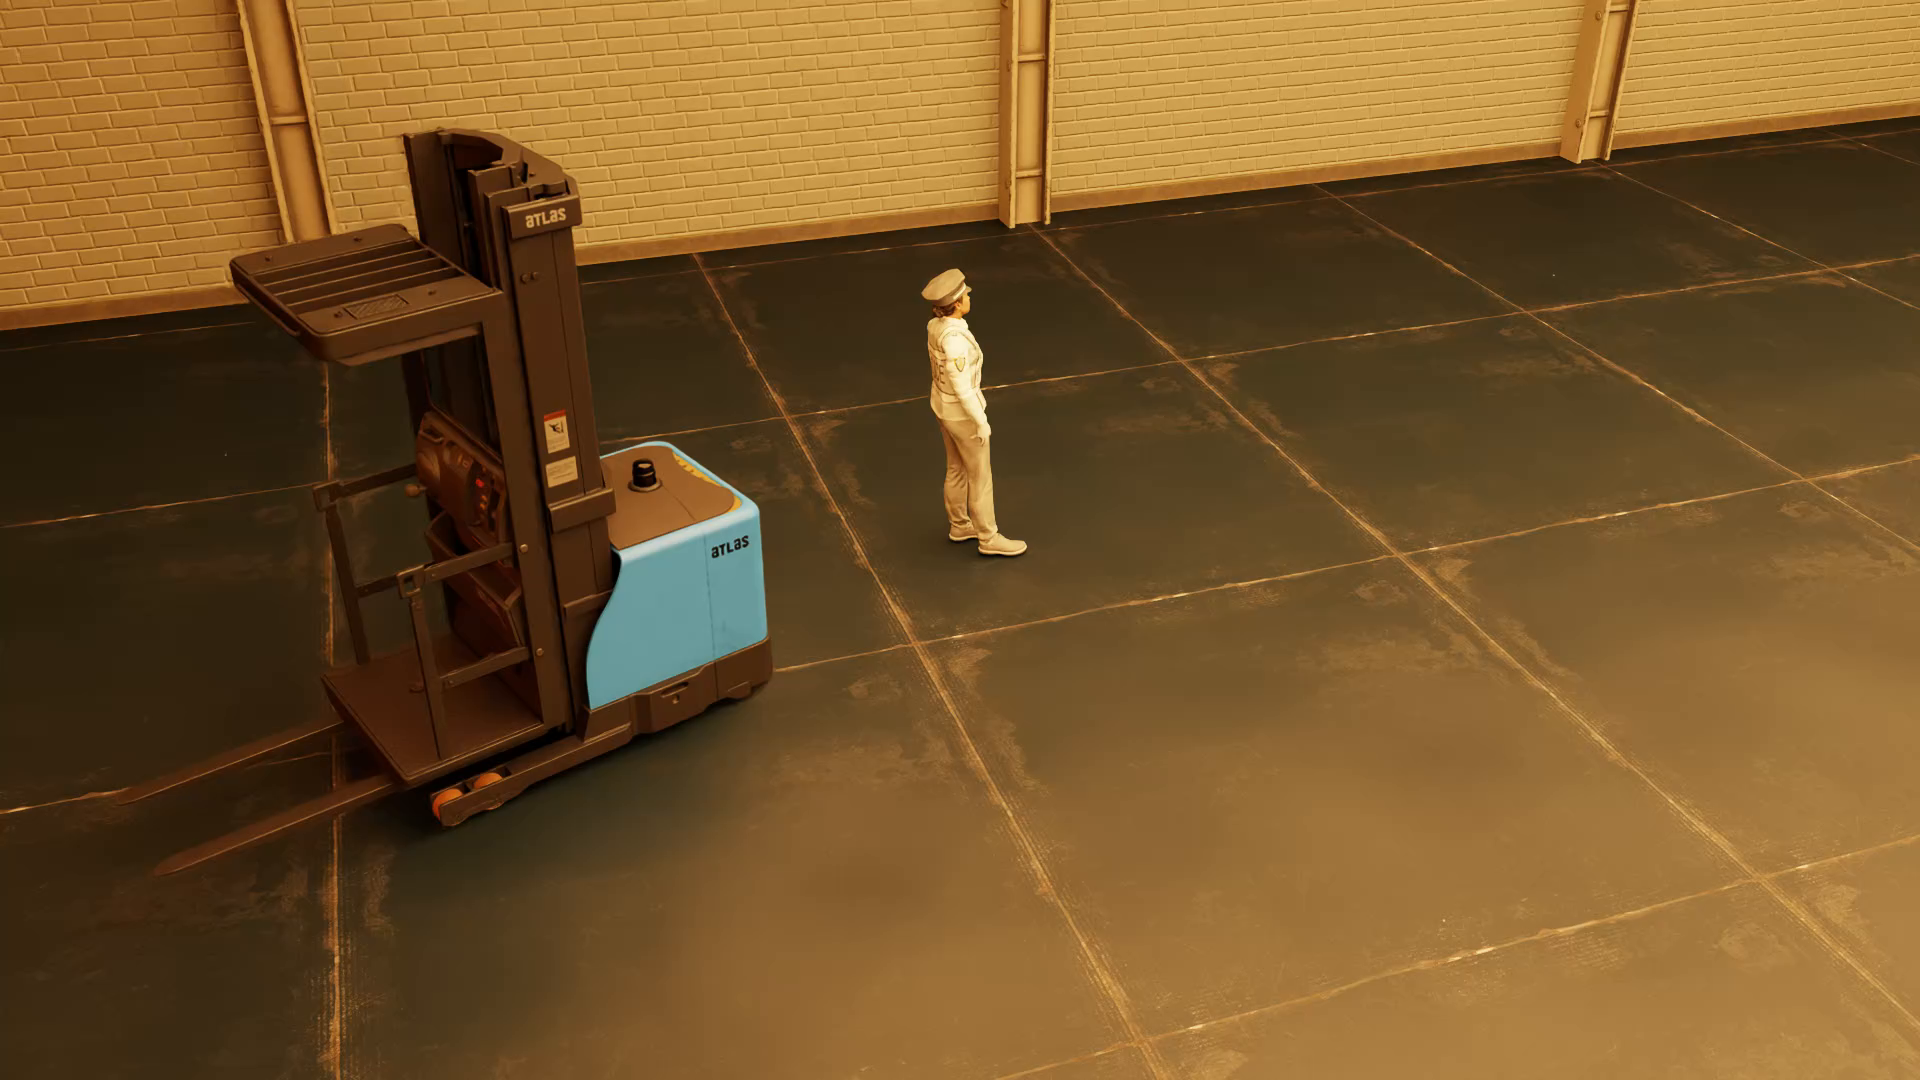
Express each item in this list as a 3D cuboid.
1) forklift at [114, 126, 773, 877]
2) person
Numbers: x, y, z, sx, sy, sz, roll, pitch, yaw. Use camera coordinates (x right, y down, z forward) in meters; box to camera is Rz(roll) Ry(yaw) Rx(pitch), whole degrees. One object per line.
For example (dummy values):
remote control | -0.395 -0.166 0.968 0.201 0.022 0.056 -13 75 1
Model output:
forklift | -2.445 -0.243 7.509 3.031 2.935 1.130 -22 36 -33
person | 0.065 -0.748 9.613 0.533 1.696 0.588 -10 31 -16
